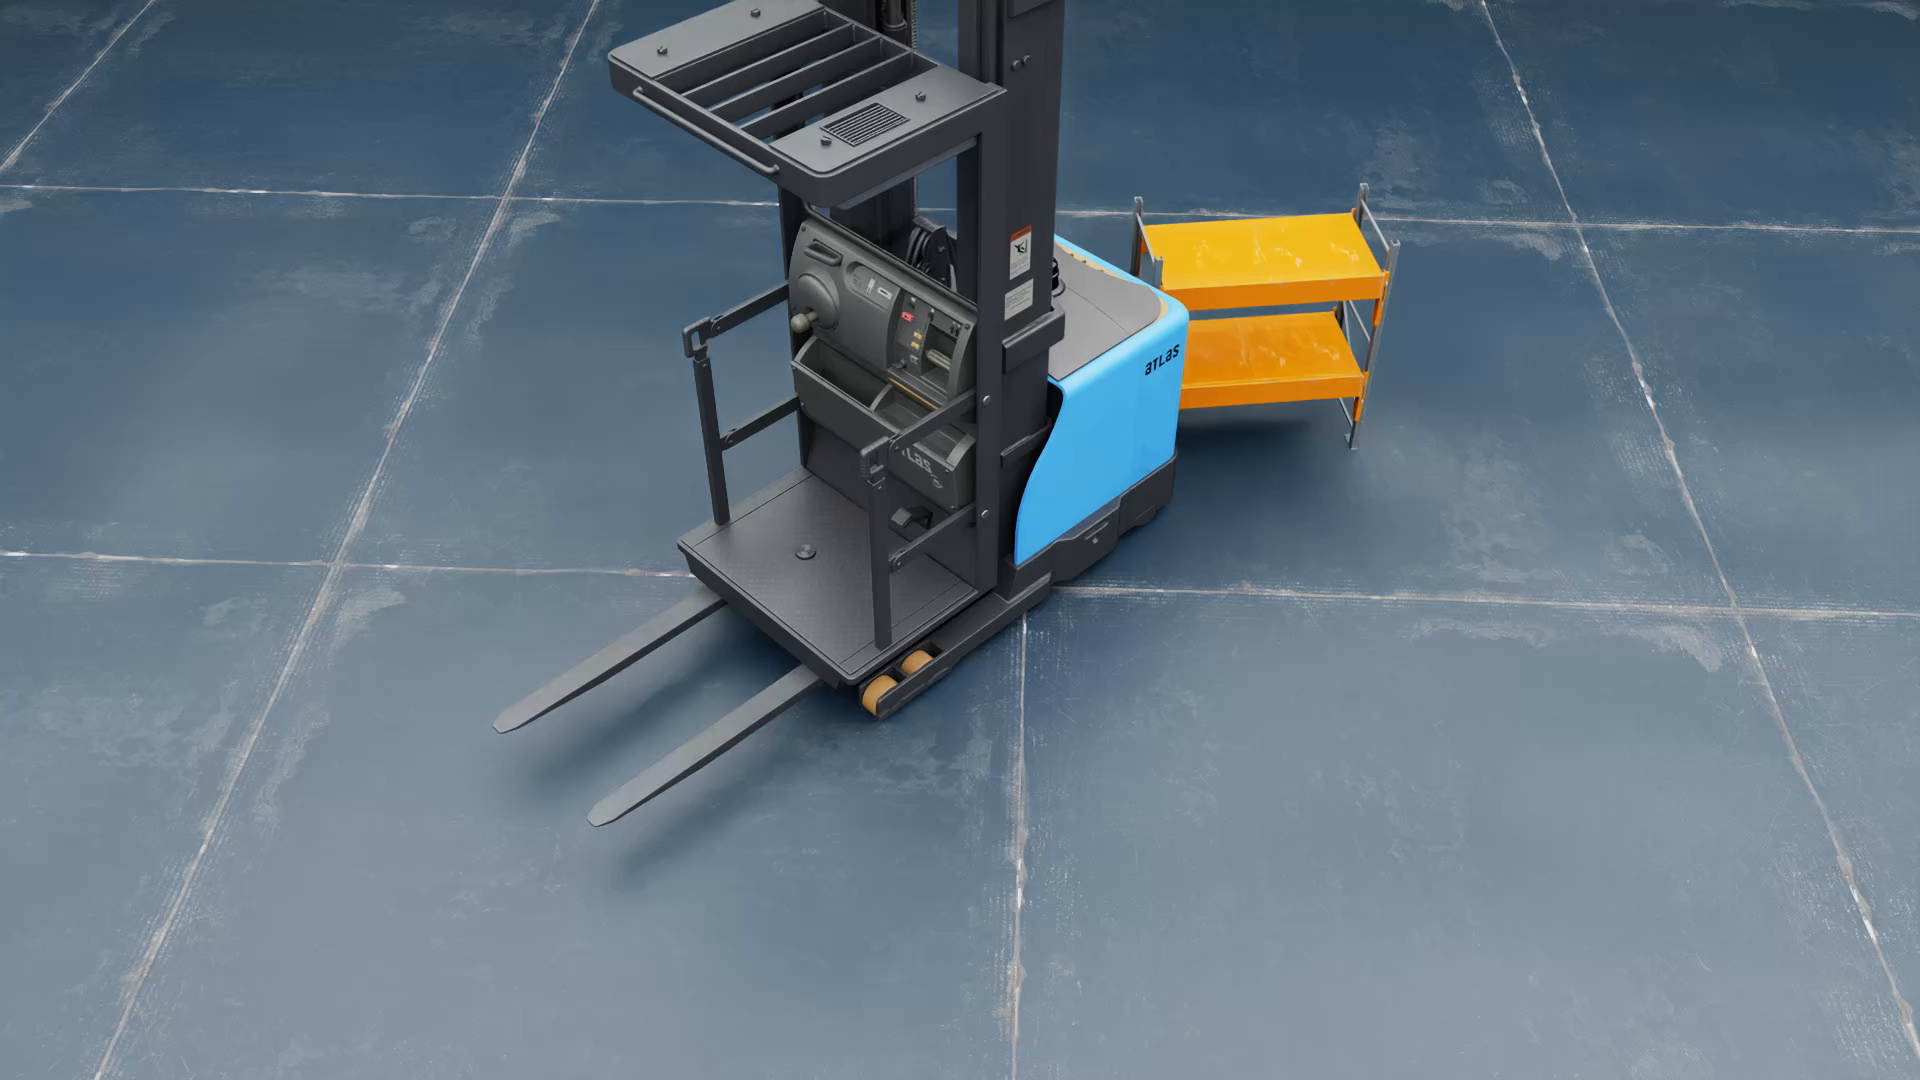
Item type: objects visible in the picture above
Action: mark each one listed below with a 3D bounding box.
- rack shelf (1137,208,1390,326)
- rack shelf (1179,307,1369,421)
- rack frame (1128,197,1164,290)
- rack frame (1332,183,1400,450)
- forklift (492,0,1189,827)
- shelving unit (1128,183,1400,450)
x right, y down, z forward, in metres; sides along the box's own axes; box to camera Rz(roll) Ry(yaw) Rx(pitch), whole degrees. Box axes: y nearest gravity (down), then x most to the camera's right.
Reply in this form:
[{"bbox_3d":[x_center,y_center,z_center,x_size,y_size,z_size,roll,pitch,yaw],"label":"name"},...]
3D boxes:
[{"bbox_3d":[1.313,-1.179,7.346,1.000,0.278,0.538,-4,43,-5],"label":"rack shelf"},{"bbox_3d":[1.313,-0.786,7.713,1.000,0.278,0.538,-4,43,-5],"label":"rack shelf"},{"bbox_3d":[0.808,-0.926,7.504,0.032,1.125,0.500,-4,43,-5],"label":"rack frame"},{"bbox_3d":[1.819,-1.003,7.587,0.032,1.125,0.500,-4,43,-5],"label":"rack frame"},{"bbox_3d":[-0.450,-0.772,6.014,3.031,2.935,1.130,-34,53,-31],"label":"forklift"},{"bbox_3d":[1.313,-0.965,7.546,1.048,1.125,0.538,-4,43,-5],"label":"shelving unit"}]
